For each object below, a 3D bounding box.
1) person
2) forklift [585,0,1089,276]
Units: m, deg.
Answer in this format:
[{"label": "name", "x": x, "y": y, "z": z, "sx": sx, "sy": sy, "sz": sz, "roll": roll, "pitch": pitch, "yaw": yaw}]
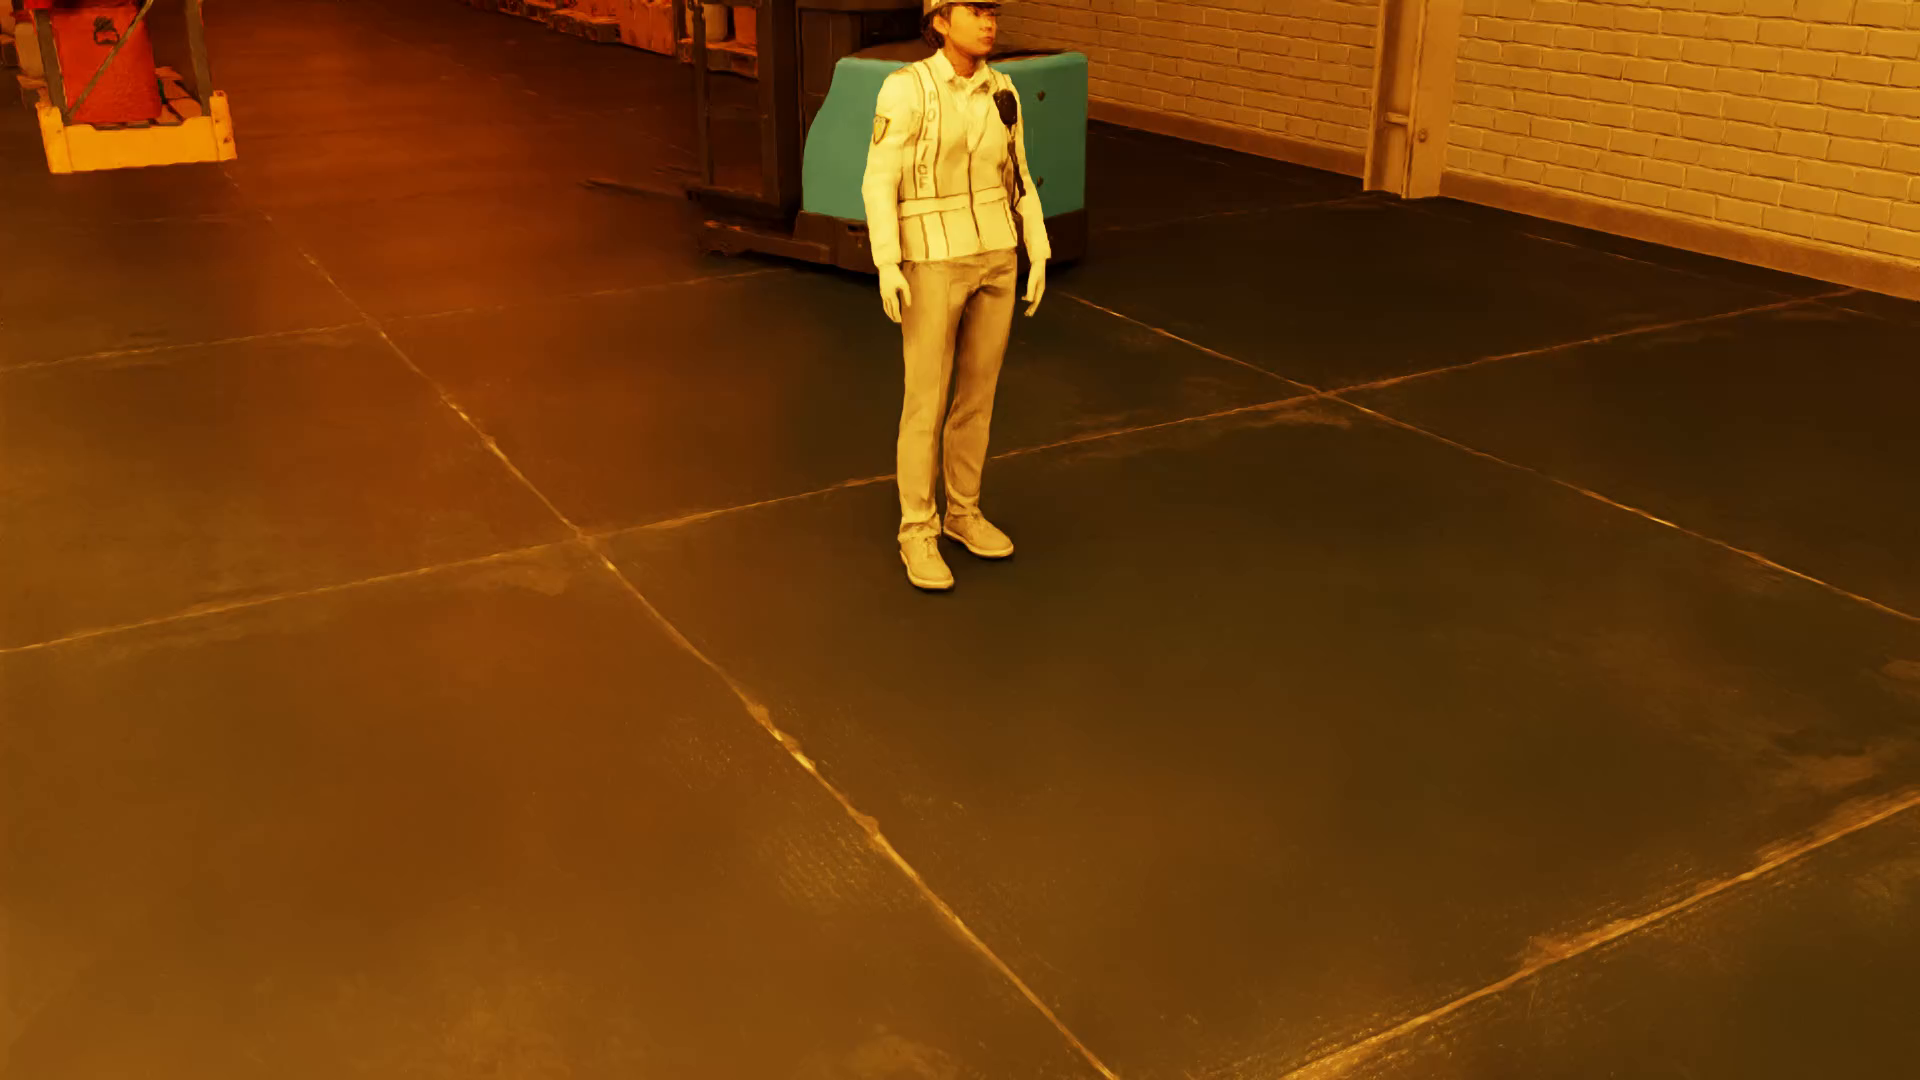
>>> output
[{"label": "person", "x": 0.020, "y": -0.766, "z": 4.748, "sx": 0.568, "sy": 1.695, "sz": 0.533, "roll": -12, "pitch": 25, "yaw": -28}, {"label": "forklift", "x": -0.808, "y": -2.981, "z": 8.538, "sx": 3.031, "sy": 2.935, "sz": 1.130, "roll": 18, "pitch": 28, "yaw": 36}]
